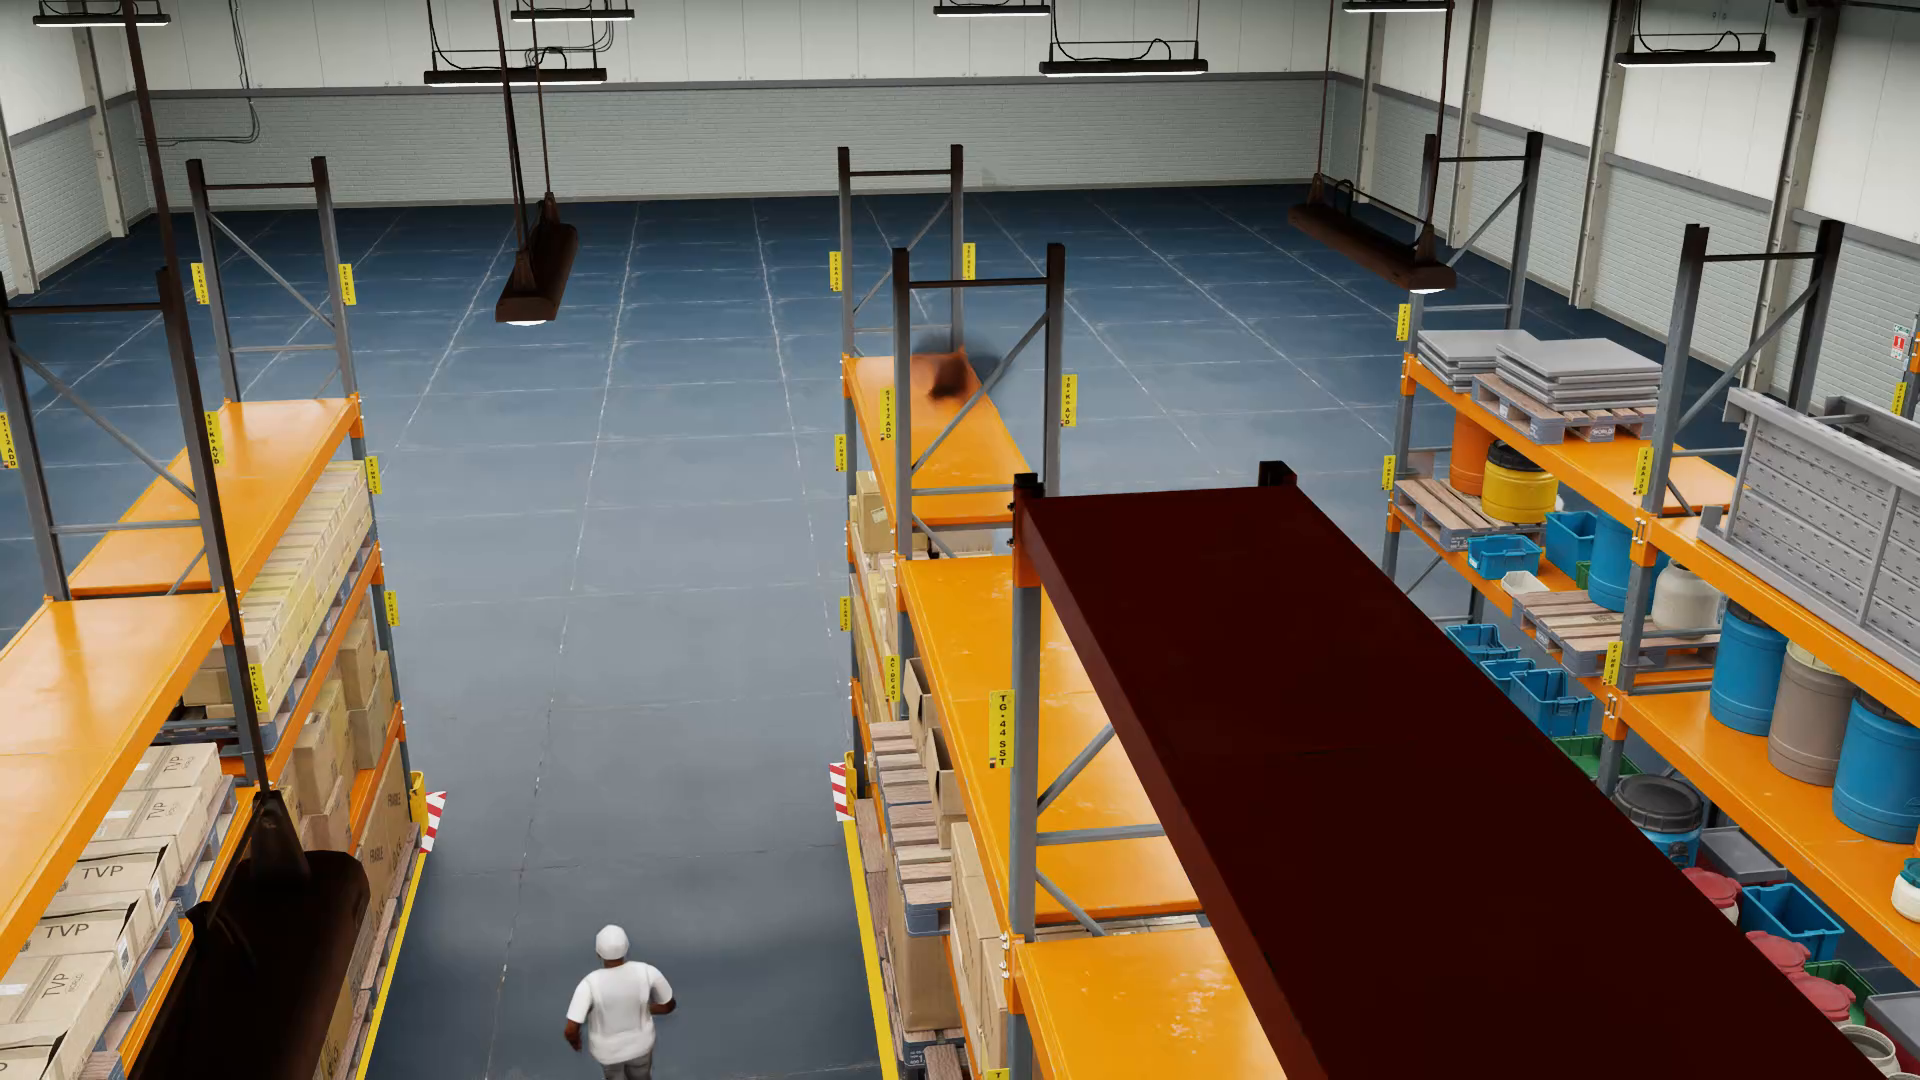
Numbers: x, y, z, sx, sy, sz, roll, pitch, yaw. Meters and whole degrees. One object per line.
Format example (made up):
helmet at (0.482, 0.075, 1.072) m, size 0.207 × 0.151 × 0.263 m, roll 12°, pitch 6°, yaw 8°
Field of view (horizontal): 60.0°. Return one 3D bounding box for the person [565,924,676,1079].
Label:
person at (-2.198, 3.251, 10.805) m, size 0.726 × 1.651 × 0.857 m, roll -8°, pitch 23°, yaw -20°

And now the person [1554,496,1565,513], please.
person at (6.786, 0.318, 18.573) m, size 0.837 × 1.716 × 0.655 m, roll 2°, pitch 22°, yaw 6°
